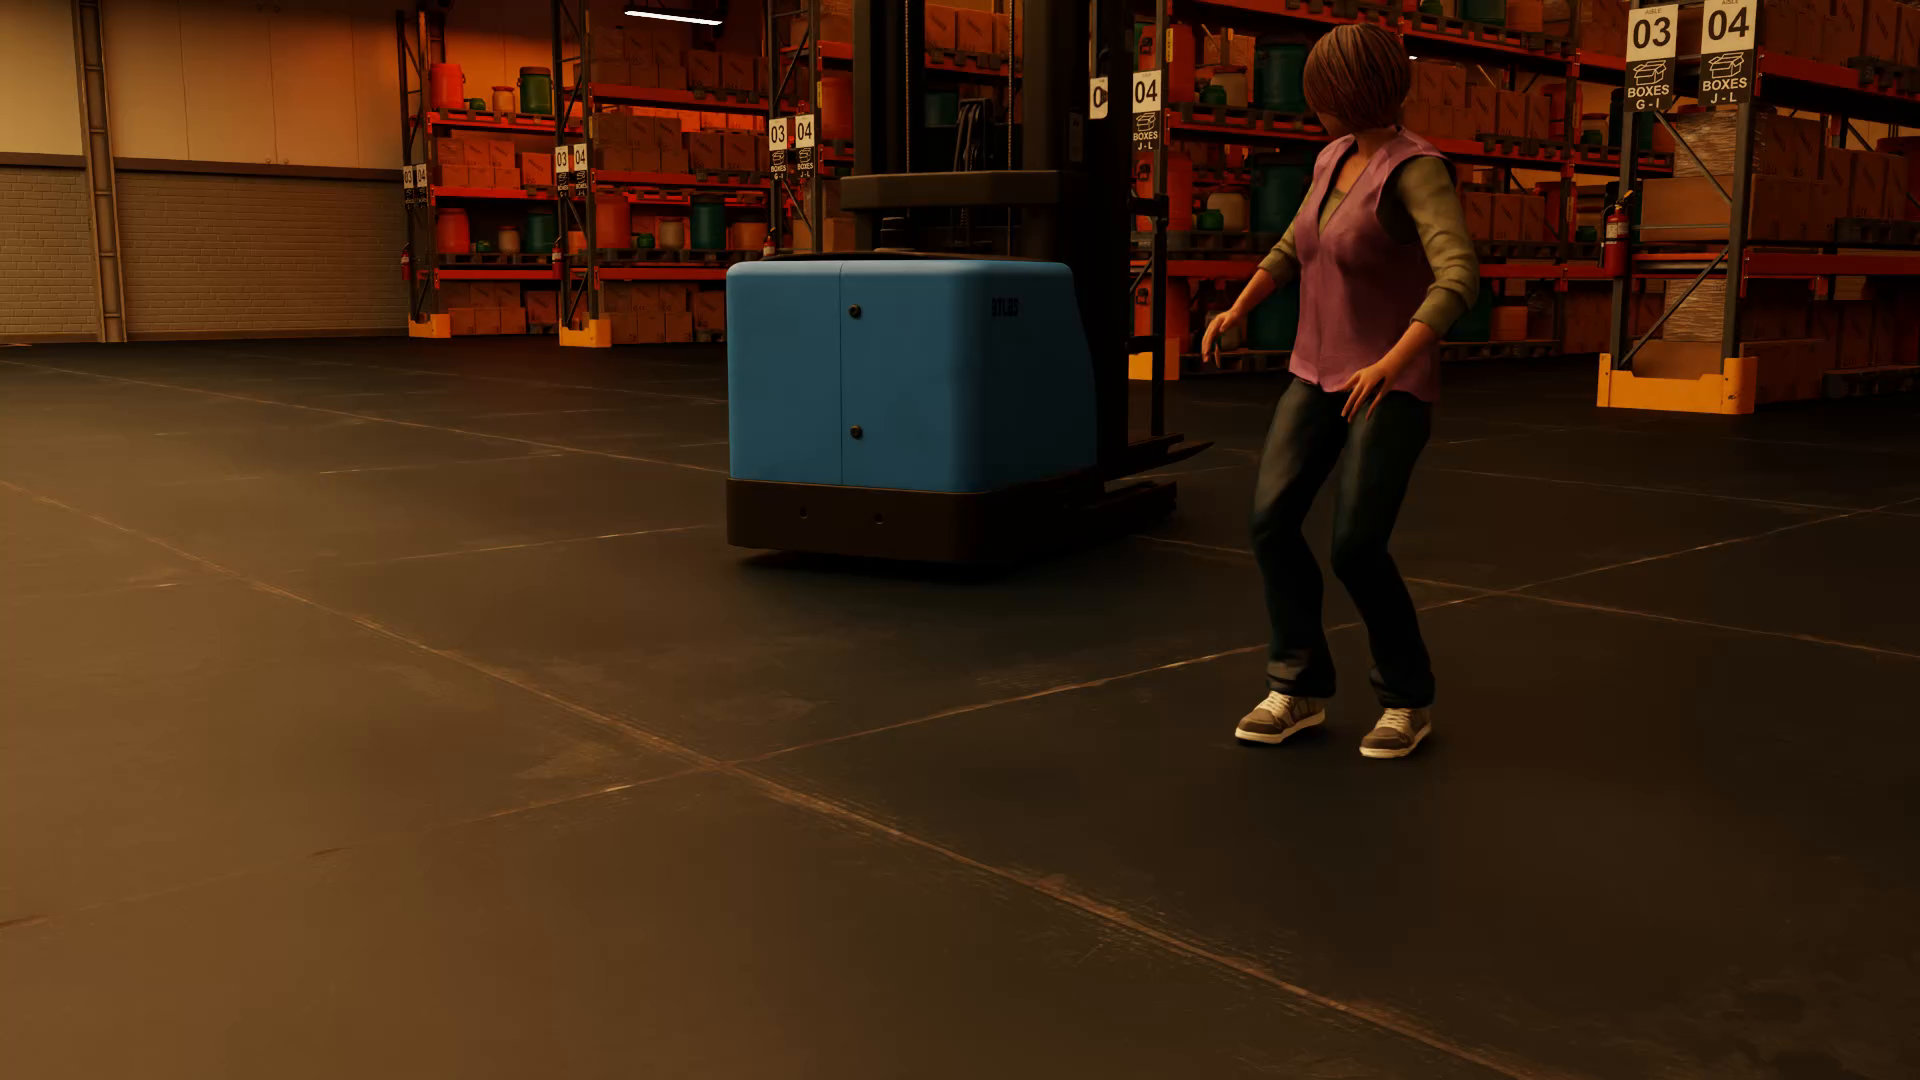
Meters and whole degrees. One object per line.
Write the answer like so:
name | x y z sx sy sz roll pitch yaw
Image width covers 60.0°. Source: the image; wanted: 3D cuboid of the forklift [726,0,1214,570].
forklift | 0.275 -1.531 6.852 1.130 2.935 3.031 4 10 26

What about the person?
person | 0.827 -0.300 3.564 0.509 1.545 0.660 -5 10 -31
